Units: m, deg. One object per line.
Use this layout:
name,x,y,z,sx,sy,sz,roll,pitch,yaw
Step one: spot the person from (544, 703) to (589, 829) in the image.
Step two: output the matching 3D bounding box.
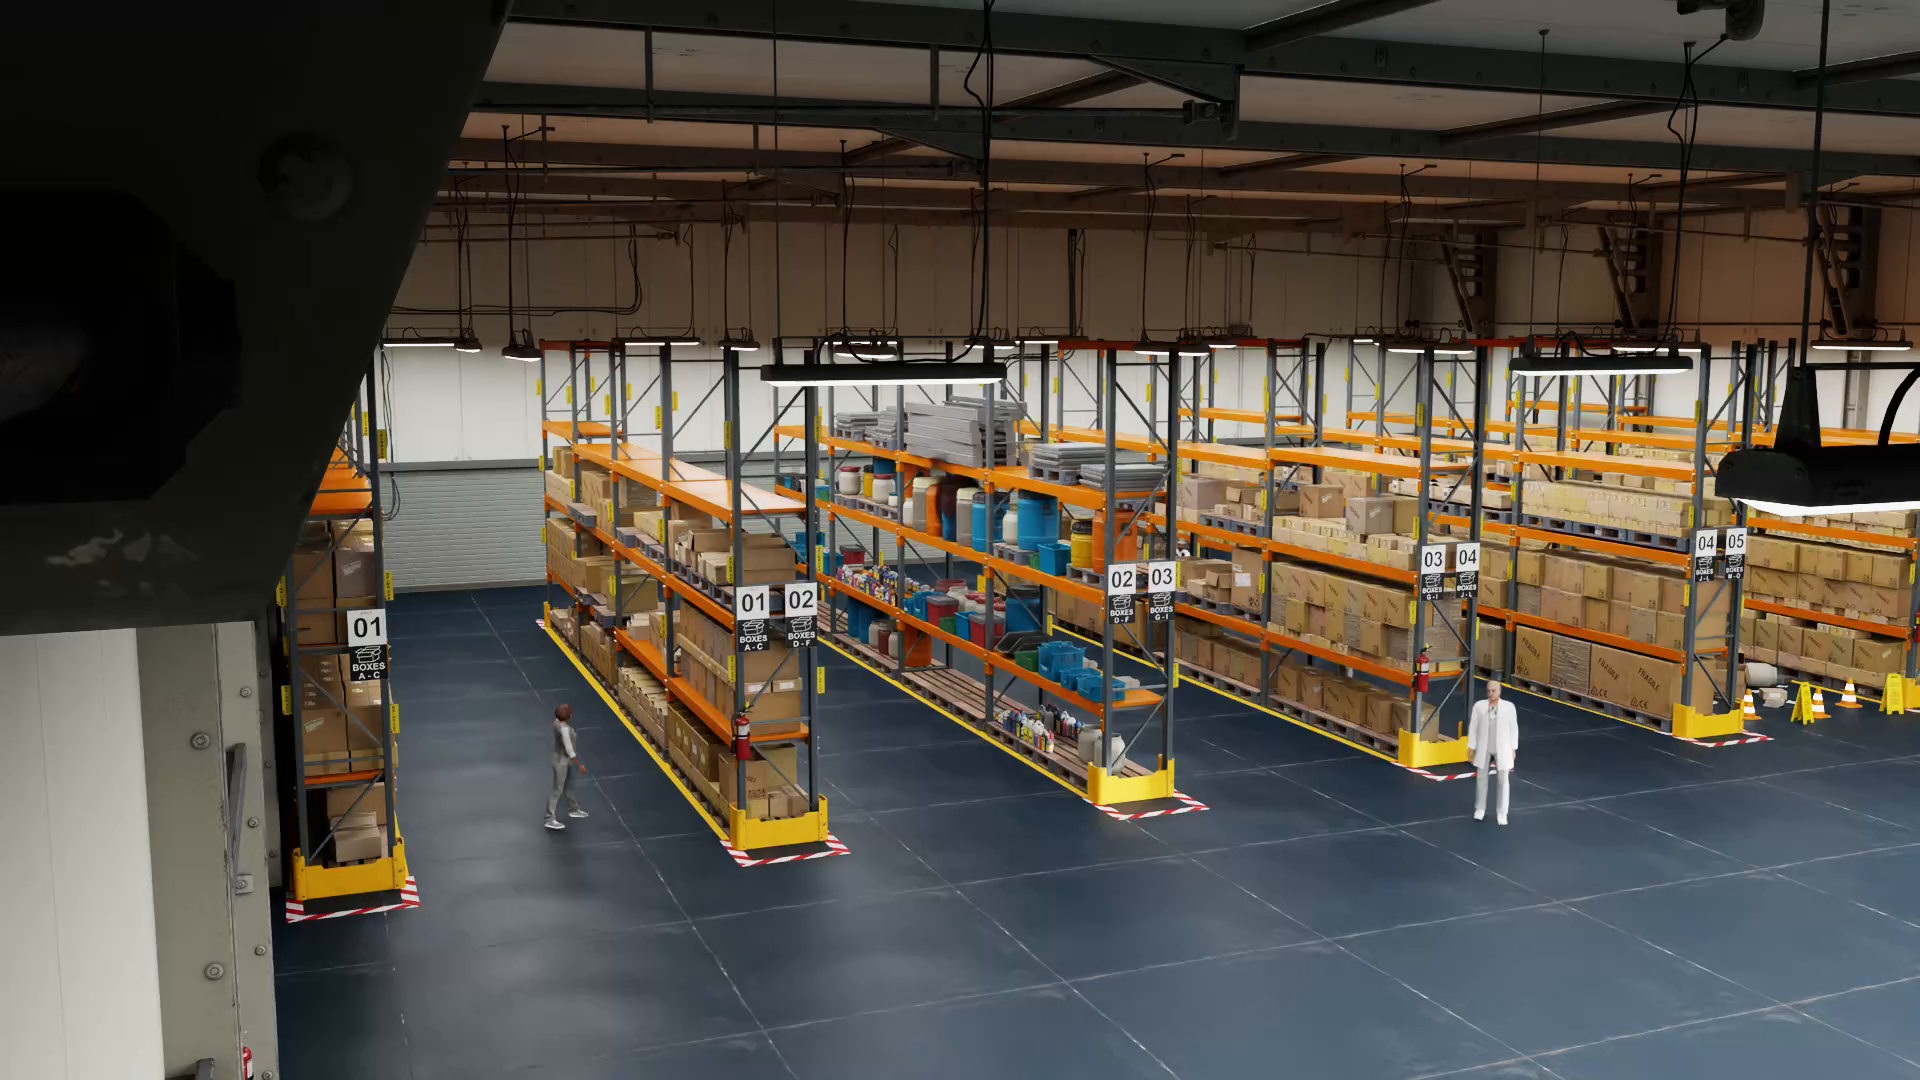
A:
person,-5.011,2.828,21.079,0.566,1.596,0.602,-2,8,-14

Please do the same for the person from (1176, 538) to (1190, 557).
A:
person,4.769,0.785,36.271,0.608,1.676,0.469,-5,9,-36

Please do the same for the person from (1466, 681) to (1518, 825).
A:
person,6.785,2.699,21.247,0.626,1.808,0.395,3,8,24

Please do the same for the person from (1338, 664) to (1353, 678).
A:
person,6.759,1.722,29.214,0.457,1.687,0.527,4,9,29
